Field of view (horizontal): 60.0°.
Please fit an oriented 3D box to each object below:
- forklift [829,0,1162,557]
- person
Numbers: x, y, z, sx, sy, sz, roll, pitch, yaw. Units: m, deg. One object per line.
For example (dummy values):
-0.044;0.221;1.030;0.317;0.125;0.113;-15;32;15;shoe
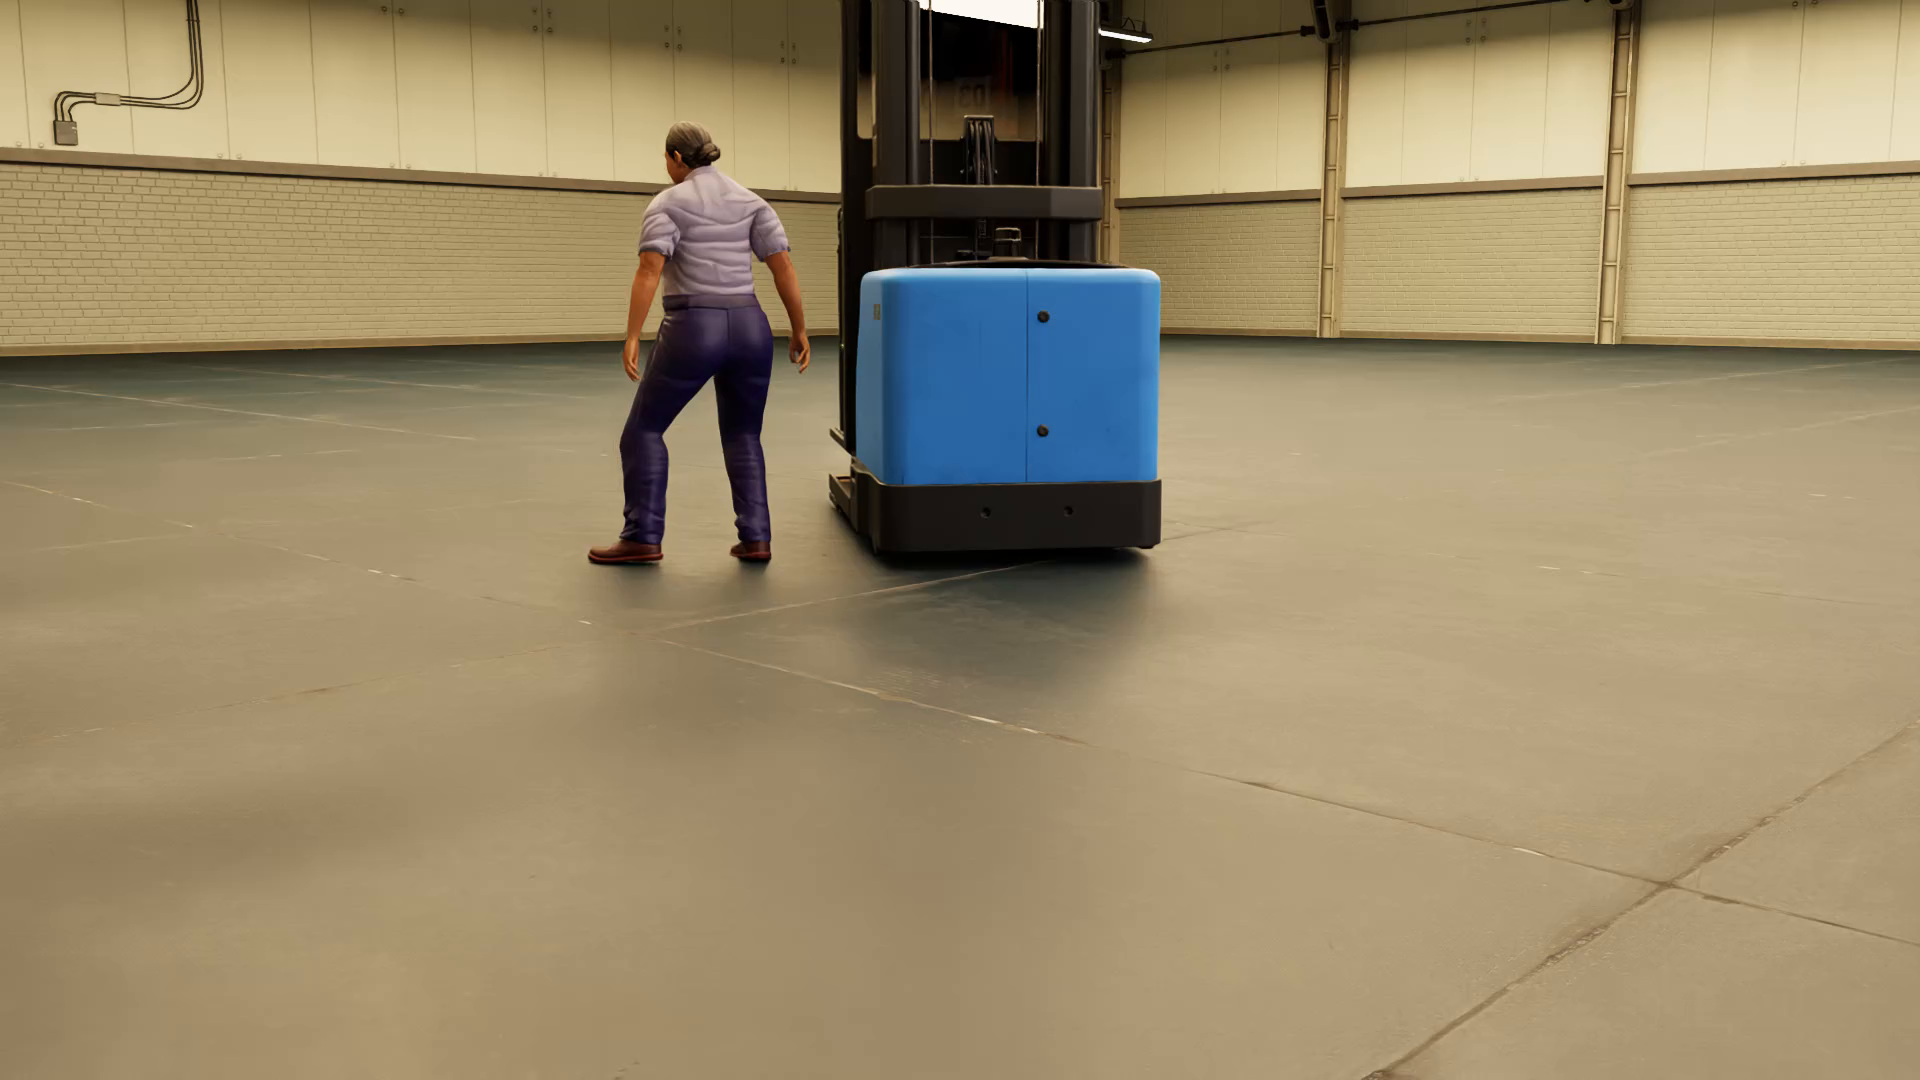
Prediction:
0.000;-1.567;7.279;1.130;2.935;3.031;-1;9;-9;forklift
-0.955;-0.722;6.124;0.811;1.623;0.379;-5;10;-30;person
